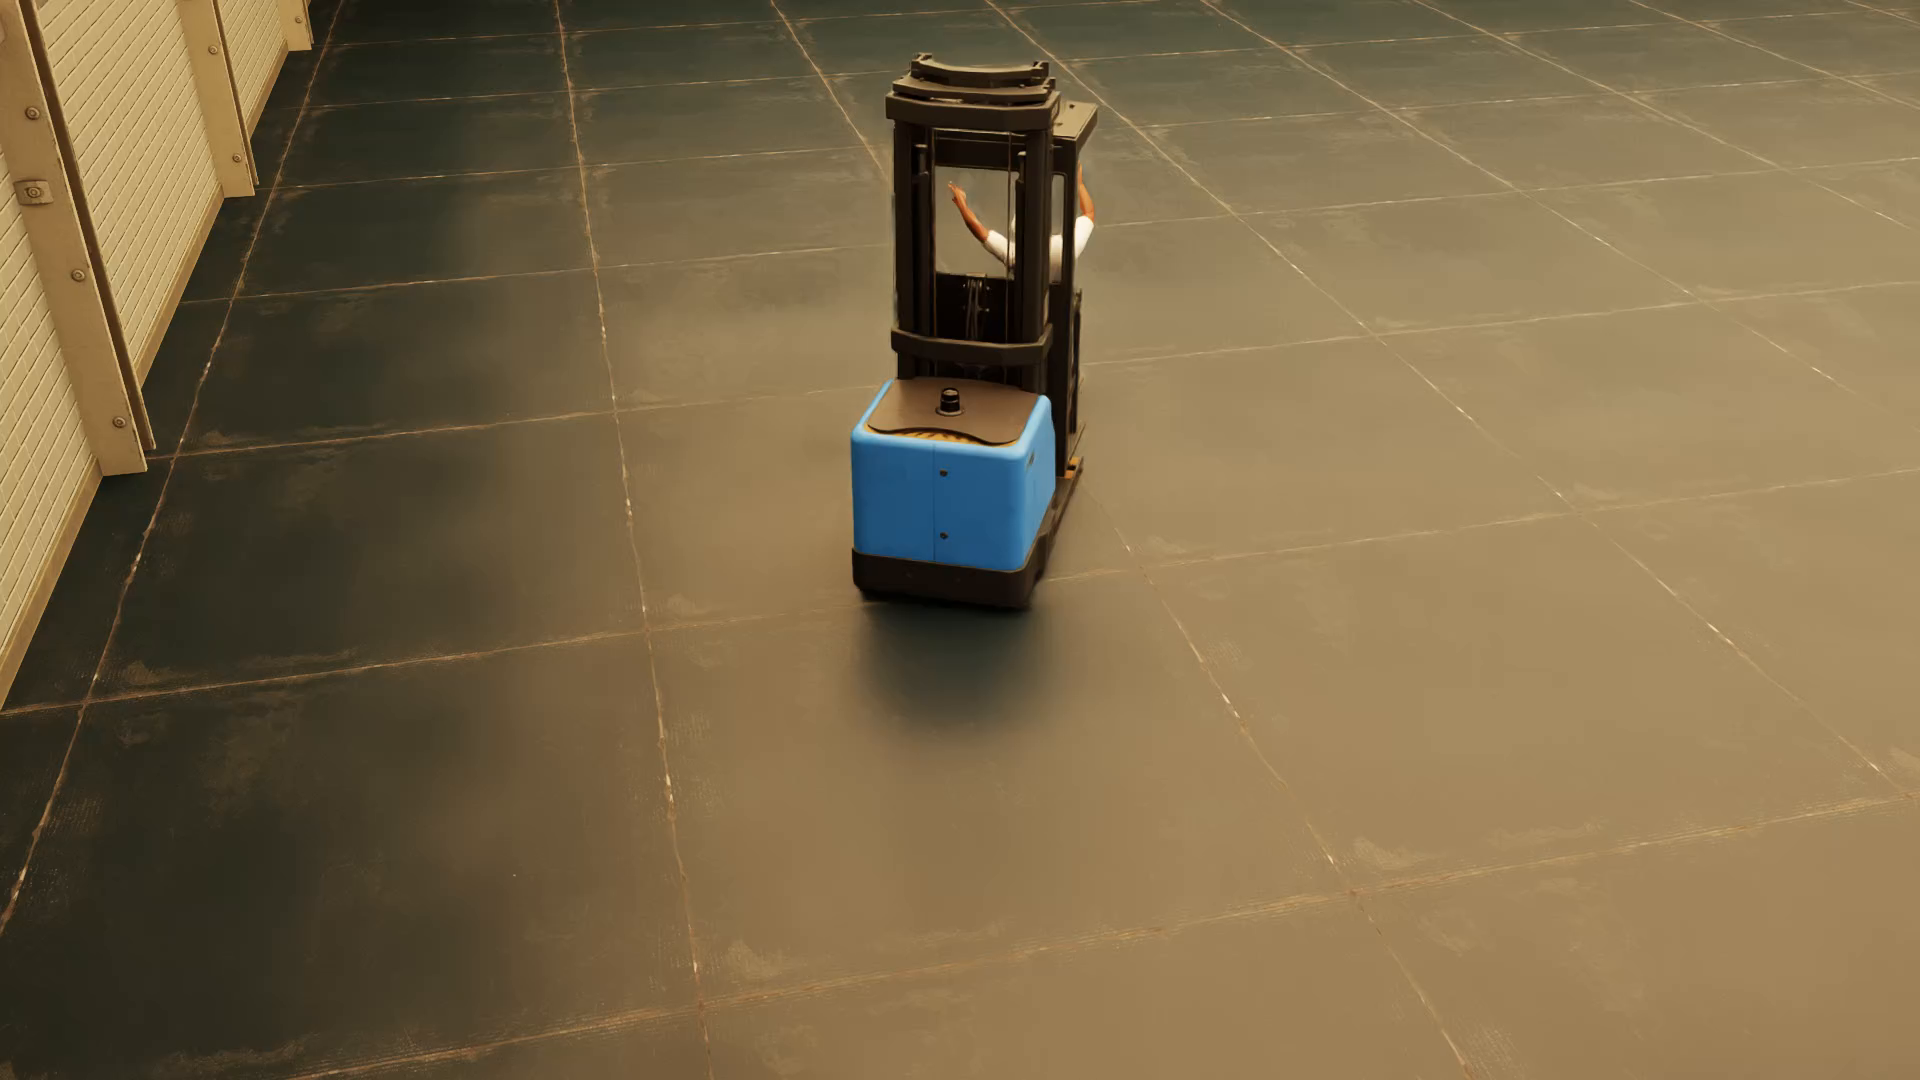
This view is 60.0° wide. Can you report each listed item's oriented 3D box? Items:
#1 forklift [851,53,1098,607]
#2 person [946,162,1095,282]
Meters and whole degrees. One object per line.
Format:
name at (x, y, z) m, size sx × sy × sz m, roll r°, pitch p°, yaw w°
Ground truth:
forklift at (0.210, -1.602, 10.342) m, size 1.130 × 2.935 × 3.031 m, roll 7°, pitch 31°, yaw 12°
person at (0.434, -1.921, 12.188) m, size 1.071 × 1.667 × 0.810 m, roll 0°, pitch 30°, yaw 0°
